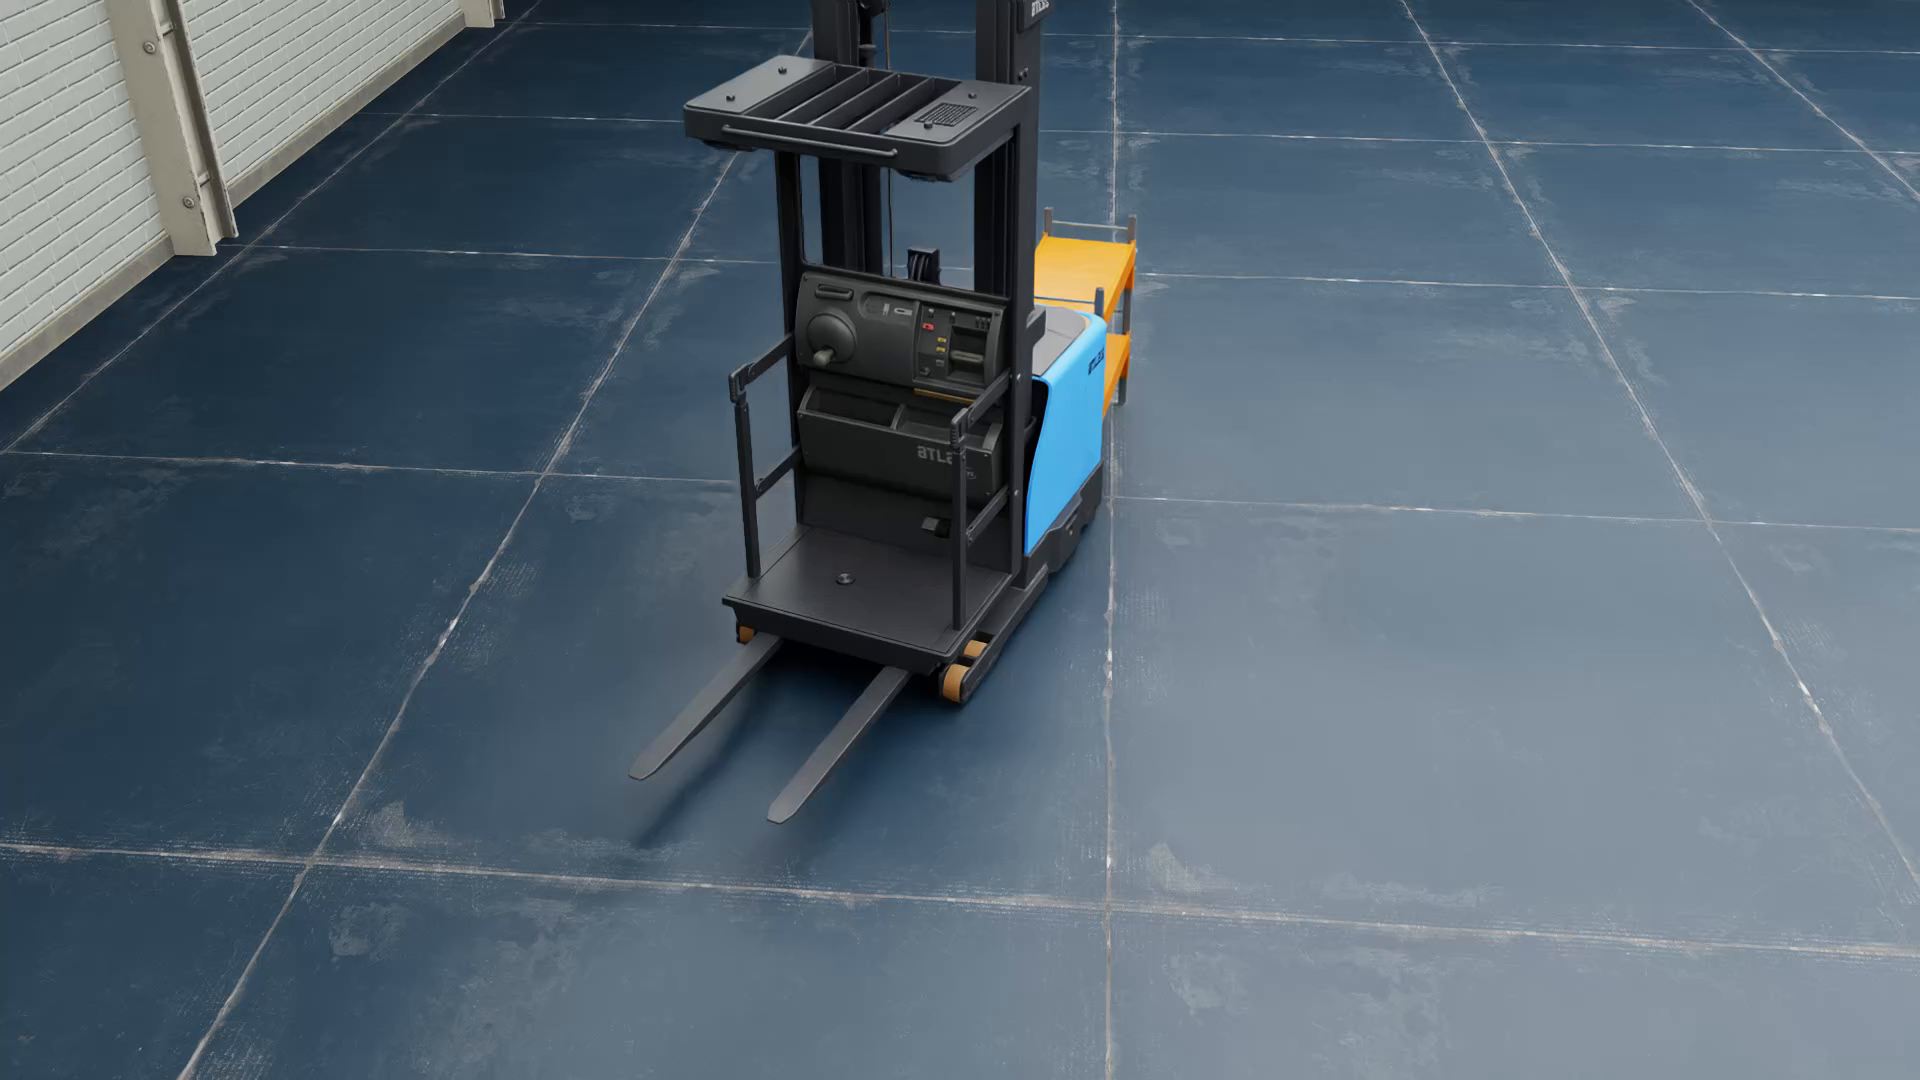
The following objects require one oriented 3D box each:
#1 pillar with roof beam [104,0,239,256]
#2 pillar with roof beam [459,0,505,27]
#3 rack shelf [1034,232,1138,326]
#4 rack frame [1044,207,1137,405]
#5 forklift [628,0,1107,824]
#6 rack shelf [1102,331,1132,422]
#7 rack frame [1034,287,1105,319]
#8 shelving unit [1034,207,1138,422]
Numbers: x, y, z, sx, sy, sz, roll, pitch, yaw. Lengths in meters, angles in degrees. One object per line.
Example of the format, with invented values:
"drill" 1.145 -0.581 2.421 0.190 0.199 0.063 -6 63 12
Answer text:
"pillar with roof beam" -0.973 -5.708 8.935 9.100 9.000 0.400 2 32 4
"pillar with roof beam" -0.485 -8.845 14.026 9.100 9.000 0.400 2 32 4
"rack shelf" 0.583 -1.282 8.701 0.538 0.278 1.000 7 32 12
"rack frame" 0.706 -1.292 9.274 0.500 1.125 0.032 7 32 12
"forklift" -0.347 -0.809 6.769 1.130 2.935 3.031 13 34 20
"rack shelf" 0.583 -0.825 8.983 0.538 0.278 1.000 7 32 12
"rack frame" 0.460 -0.774 8.434 0.500 1.125 0.032 7 32 12
"shelving unit" 0.583 -1.033 8.854 0.538 1.125 1.048 7 32 12
